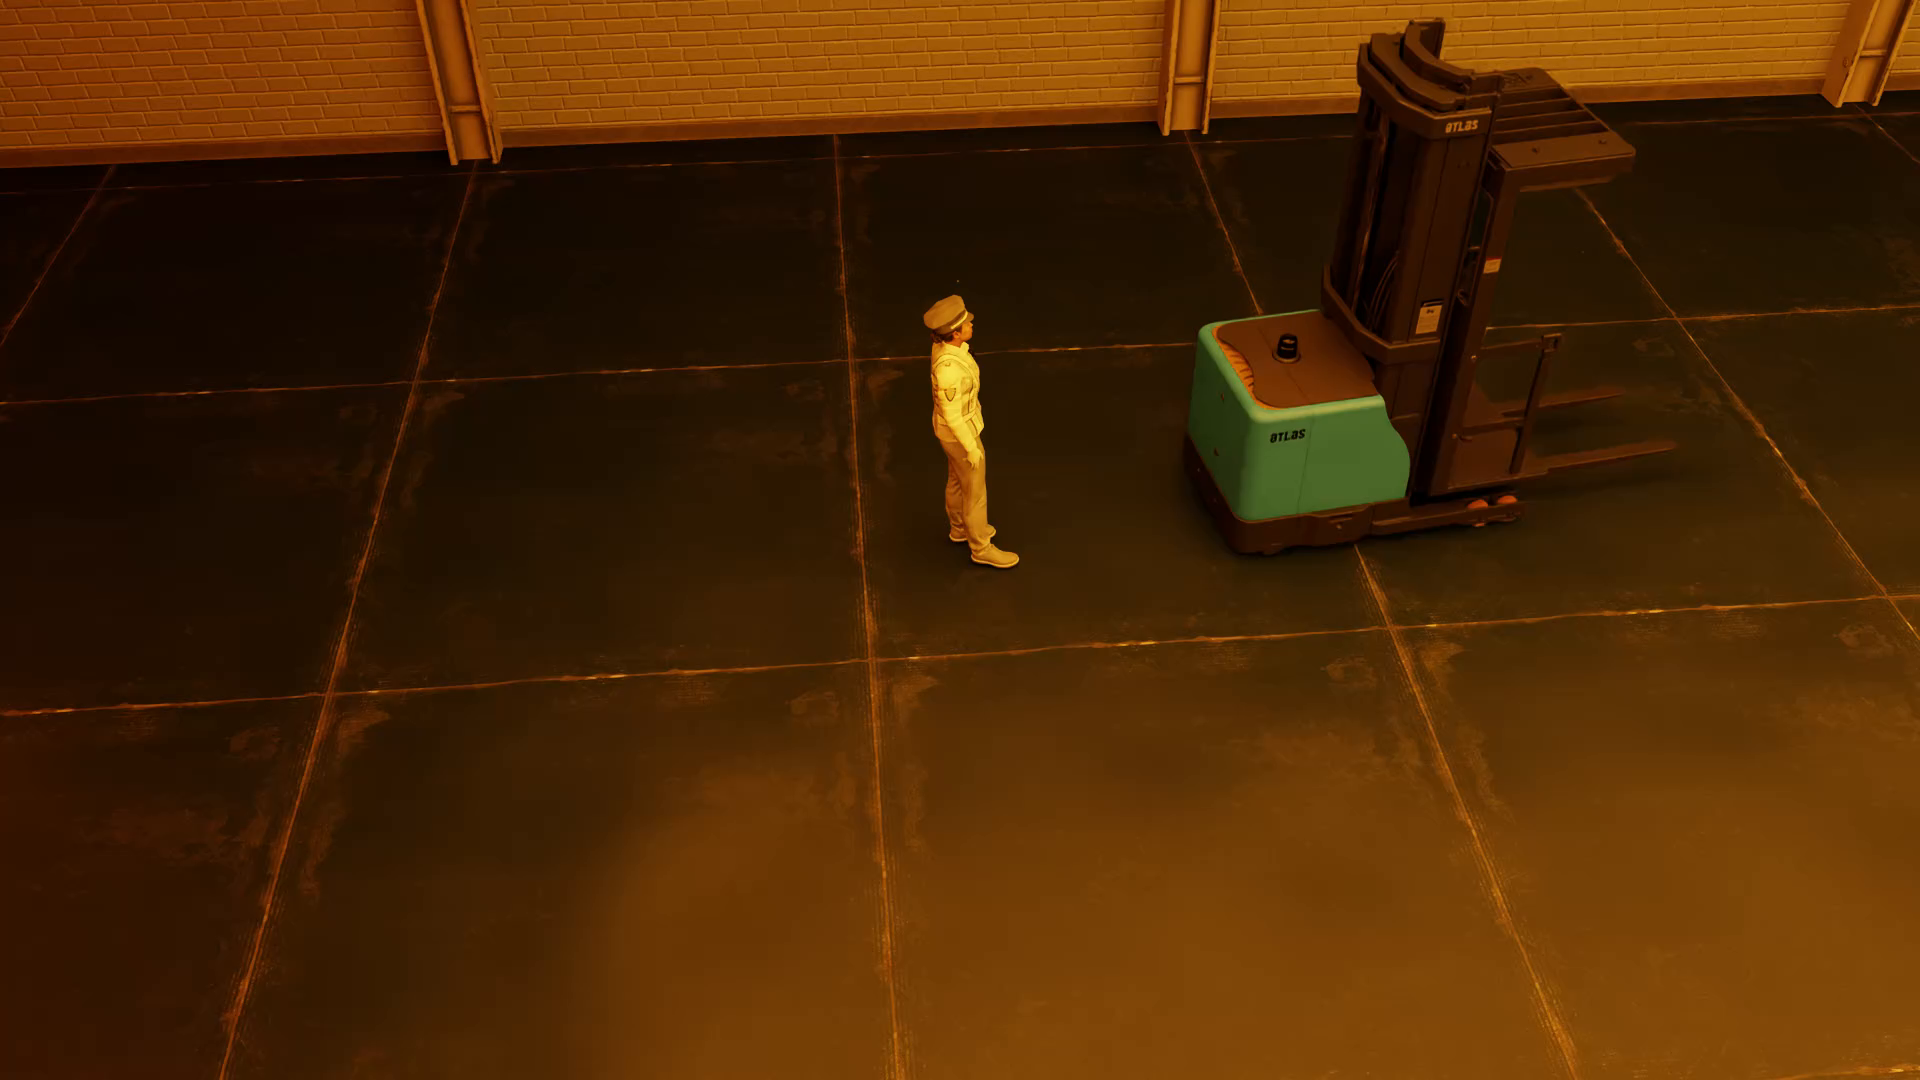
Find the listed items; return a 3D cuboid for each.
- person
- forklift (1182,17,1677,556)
[{"bbox_3d":[0.069,-0.649,9.637,0.531,1.695,0.587,-3,41,-4],"label":"person"},{"bbox_3d":[3.000,-1.524,9.719,3.031,2.935,1.130,-9,41,-10],"label":"forklift"}]
